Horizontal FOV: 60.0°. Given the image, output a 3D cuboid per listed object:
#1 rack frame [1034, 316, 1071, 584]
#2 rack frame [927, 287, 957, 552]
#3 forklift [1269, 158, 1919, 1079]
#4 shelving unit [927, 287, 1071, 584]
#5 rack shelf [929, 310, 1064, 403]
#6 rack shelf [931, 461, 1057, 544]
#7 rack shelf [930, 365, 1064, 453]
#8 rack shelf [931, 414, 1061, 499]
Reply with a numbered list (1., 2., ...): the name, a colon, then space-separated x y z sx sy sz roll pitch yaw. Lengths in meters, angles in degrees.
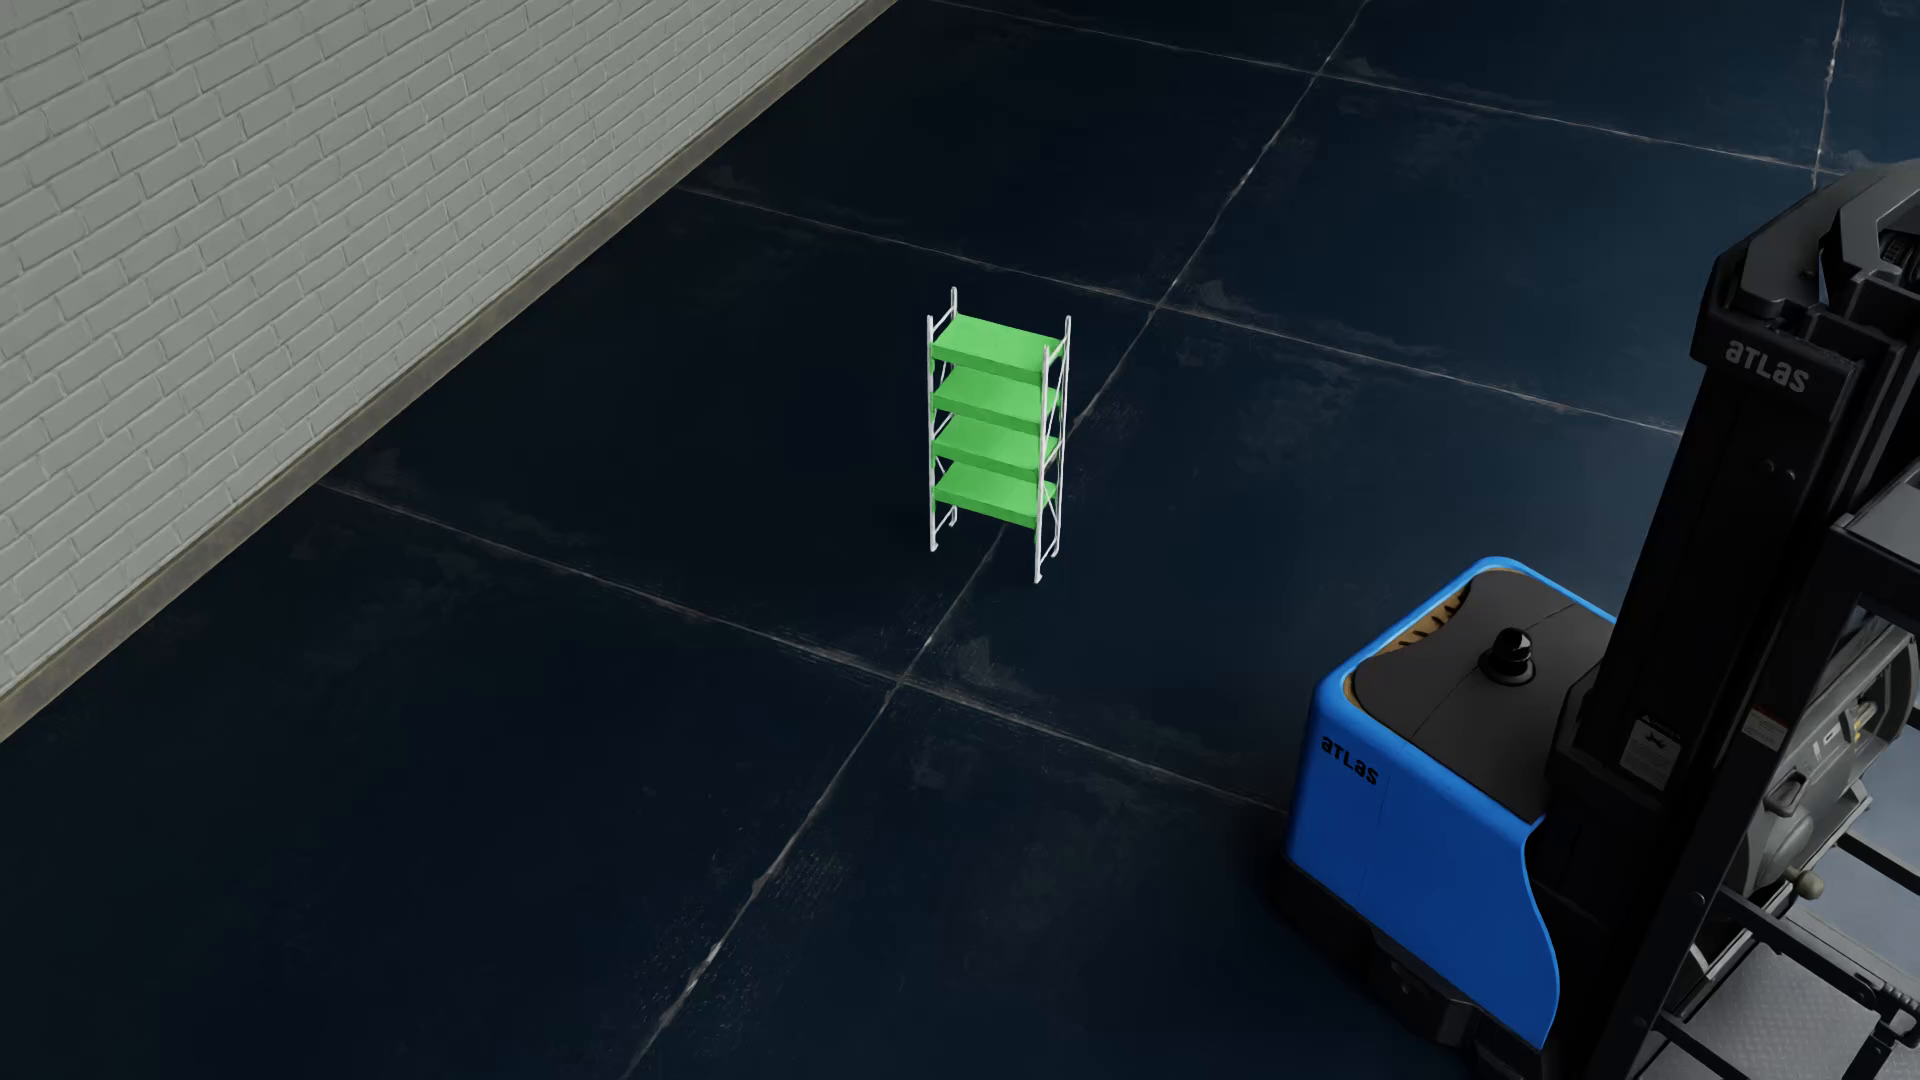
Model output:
1. rack frame: 0.371 -0.340 6.726 0.015 1.200 0.240 17 44 19
2. rack frame: -0.071 -0.475 6.882 0.015 1.200 0.240 17 44 19
3. forklift: 2.427 0.661 4.250 1.130 2.935 3.031 -30 49 -30
4. shelving unit: 0.150 -0.408 6.804 0.503 1.200 0.258 17 44 19
5. rack shelf: 0.150 -0.722 6.532 0.480 0.148 0.258 17 44 19
6. rack shelf: 0.150 -0.178 7.003 0.480 0.148 0.258 17 44 19
7. rack shelf: 0.150 -0.541 6.689 0.480 0.148 0.258 17 44 19
8. rack shelf: 0.150 -0.359 6.846 0.480 0.148 0.258 17 44 19
